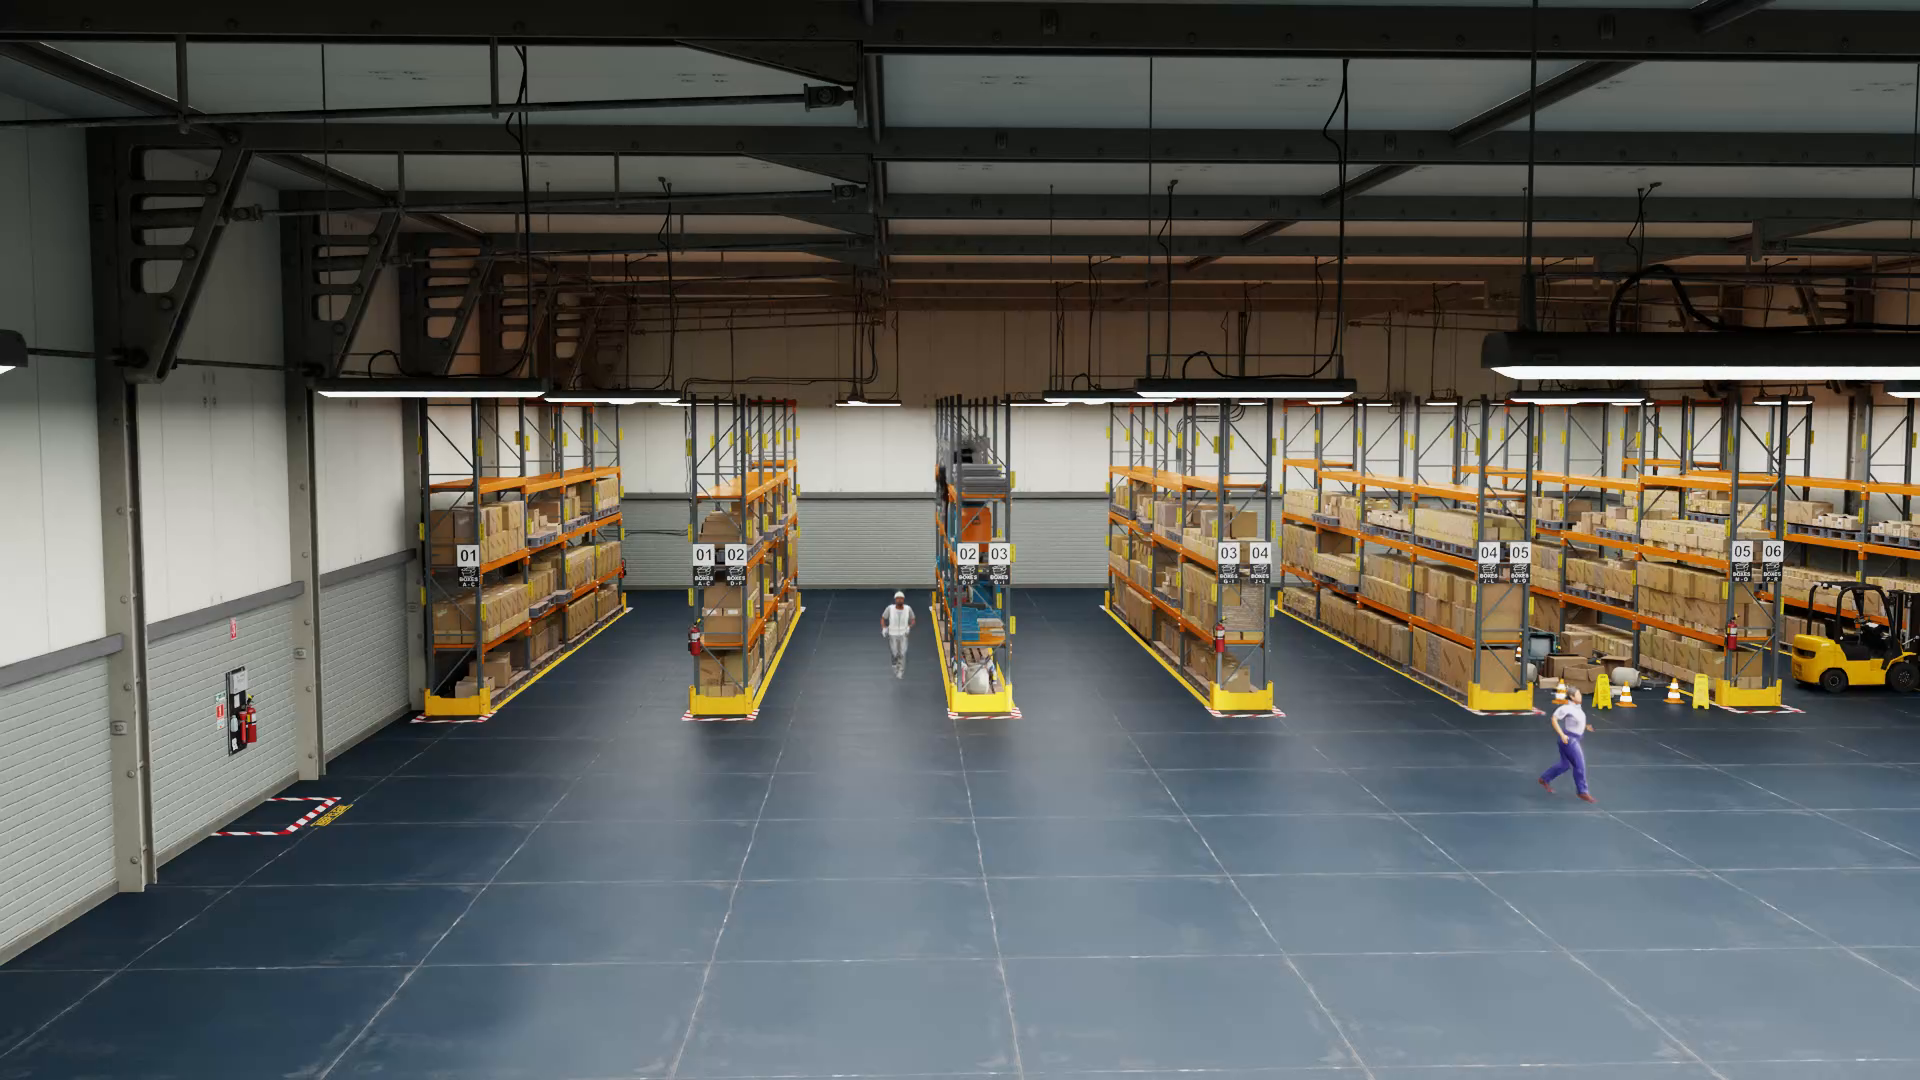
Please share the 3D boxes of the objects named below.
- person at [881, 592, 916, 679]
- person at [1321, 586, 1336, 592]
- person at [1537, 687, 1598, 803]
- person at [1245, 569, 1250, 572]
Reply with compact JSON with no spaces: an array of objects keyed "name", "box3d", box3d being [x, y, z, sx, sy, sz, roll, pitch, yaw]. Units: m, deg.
[{"name":"person","box3d":[-1.236,1.919,33.646,0.705,1.745,0.553,0,5,-6]},{"name":"person","box3d":[10.775,1.035,48.841,0.778,1.685,0.547,-3,6,-36]},{"name":"person","box3d":[8.957,2.986,24.424,0.864,1.650,0.606,2,5,28]},{"name":"person","box3d":[7.948,1.259,46.484,0.586,1.621,0.567,0,5,3]}]
